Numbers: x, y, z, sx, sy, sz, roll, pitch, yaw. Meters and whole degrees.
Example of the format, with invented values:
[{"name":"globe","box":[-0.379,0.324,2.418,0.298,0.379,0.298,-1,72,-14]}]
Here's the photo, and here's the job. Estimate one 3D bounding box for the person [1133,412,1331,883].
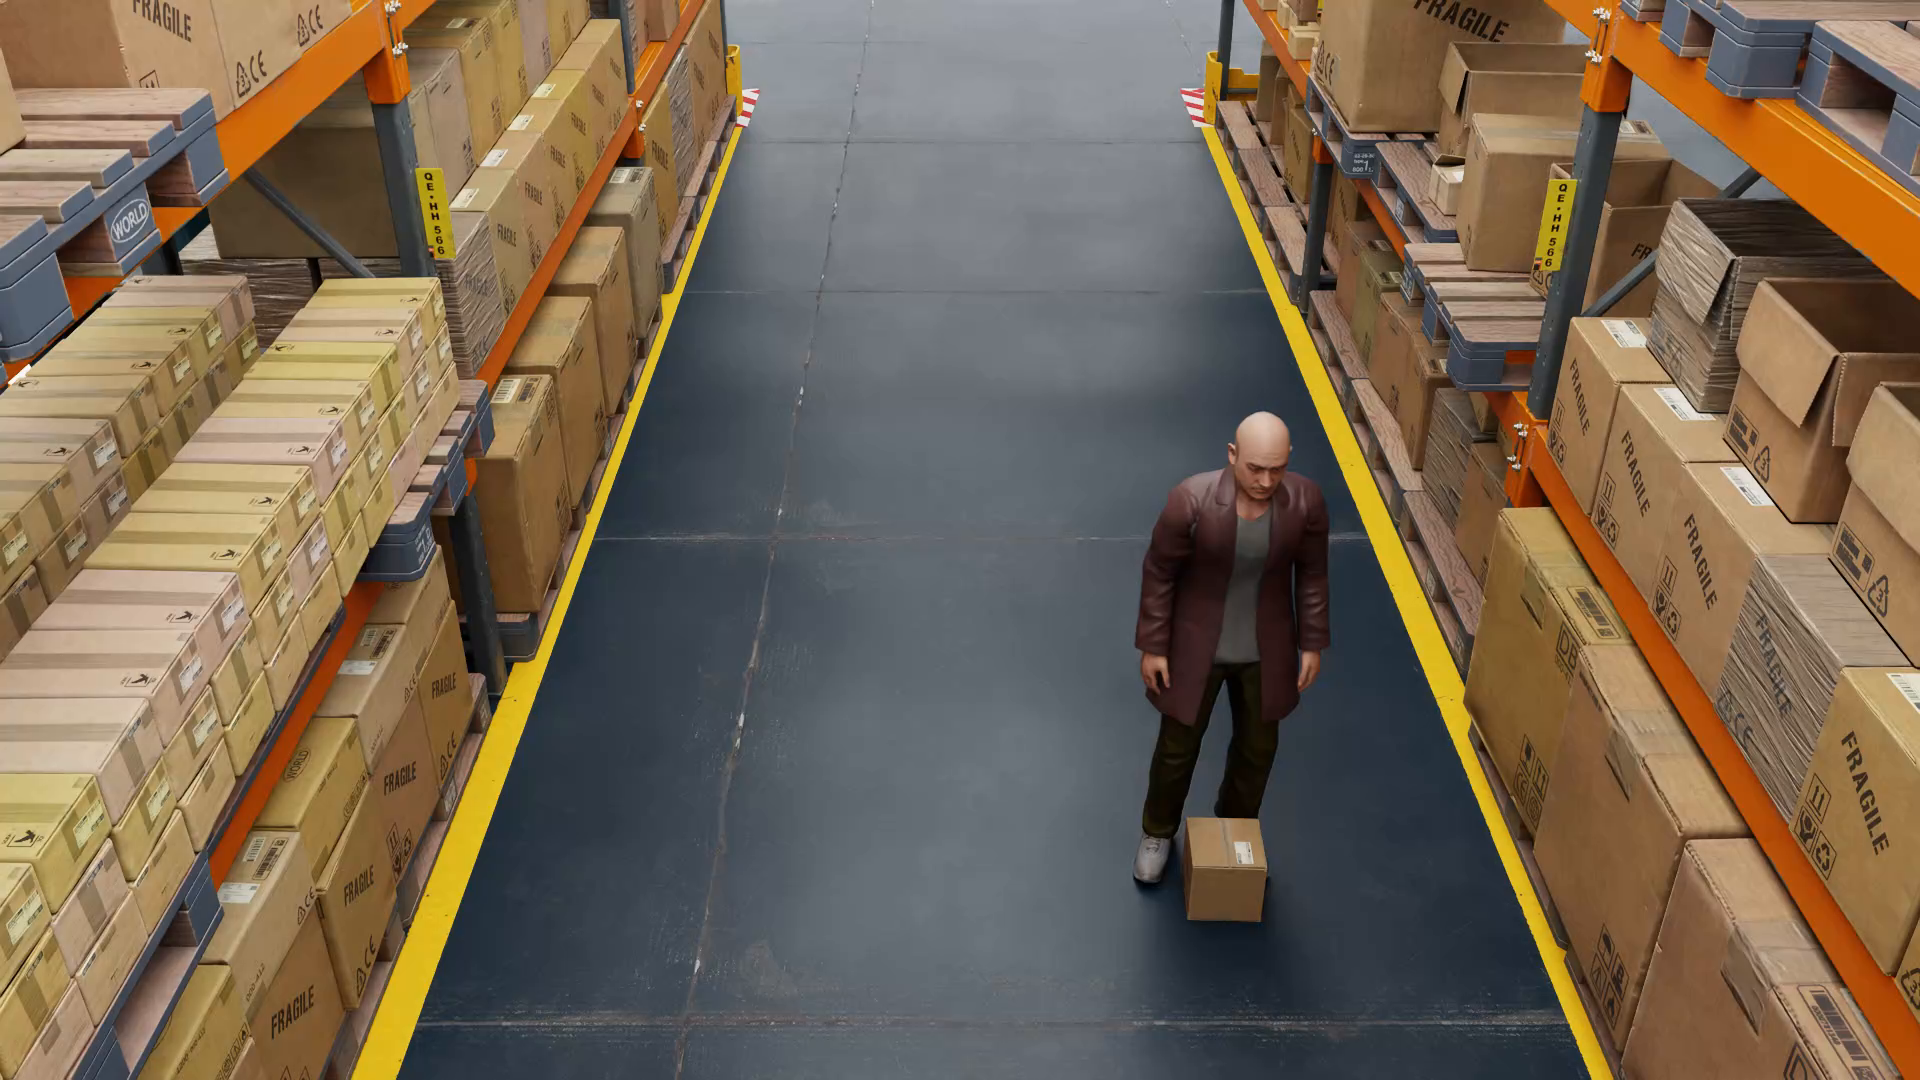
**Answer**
[{"name":"person","box":[0.906,0.358,5.556,0.656,1.774,0.416,-1,31,-2]}]
